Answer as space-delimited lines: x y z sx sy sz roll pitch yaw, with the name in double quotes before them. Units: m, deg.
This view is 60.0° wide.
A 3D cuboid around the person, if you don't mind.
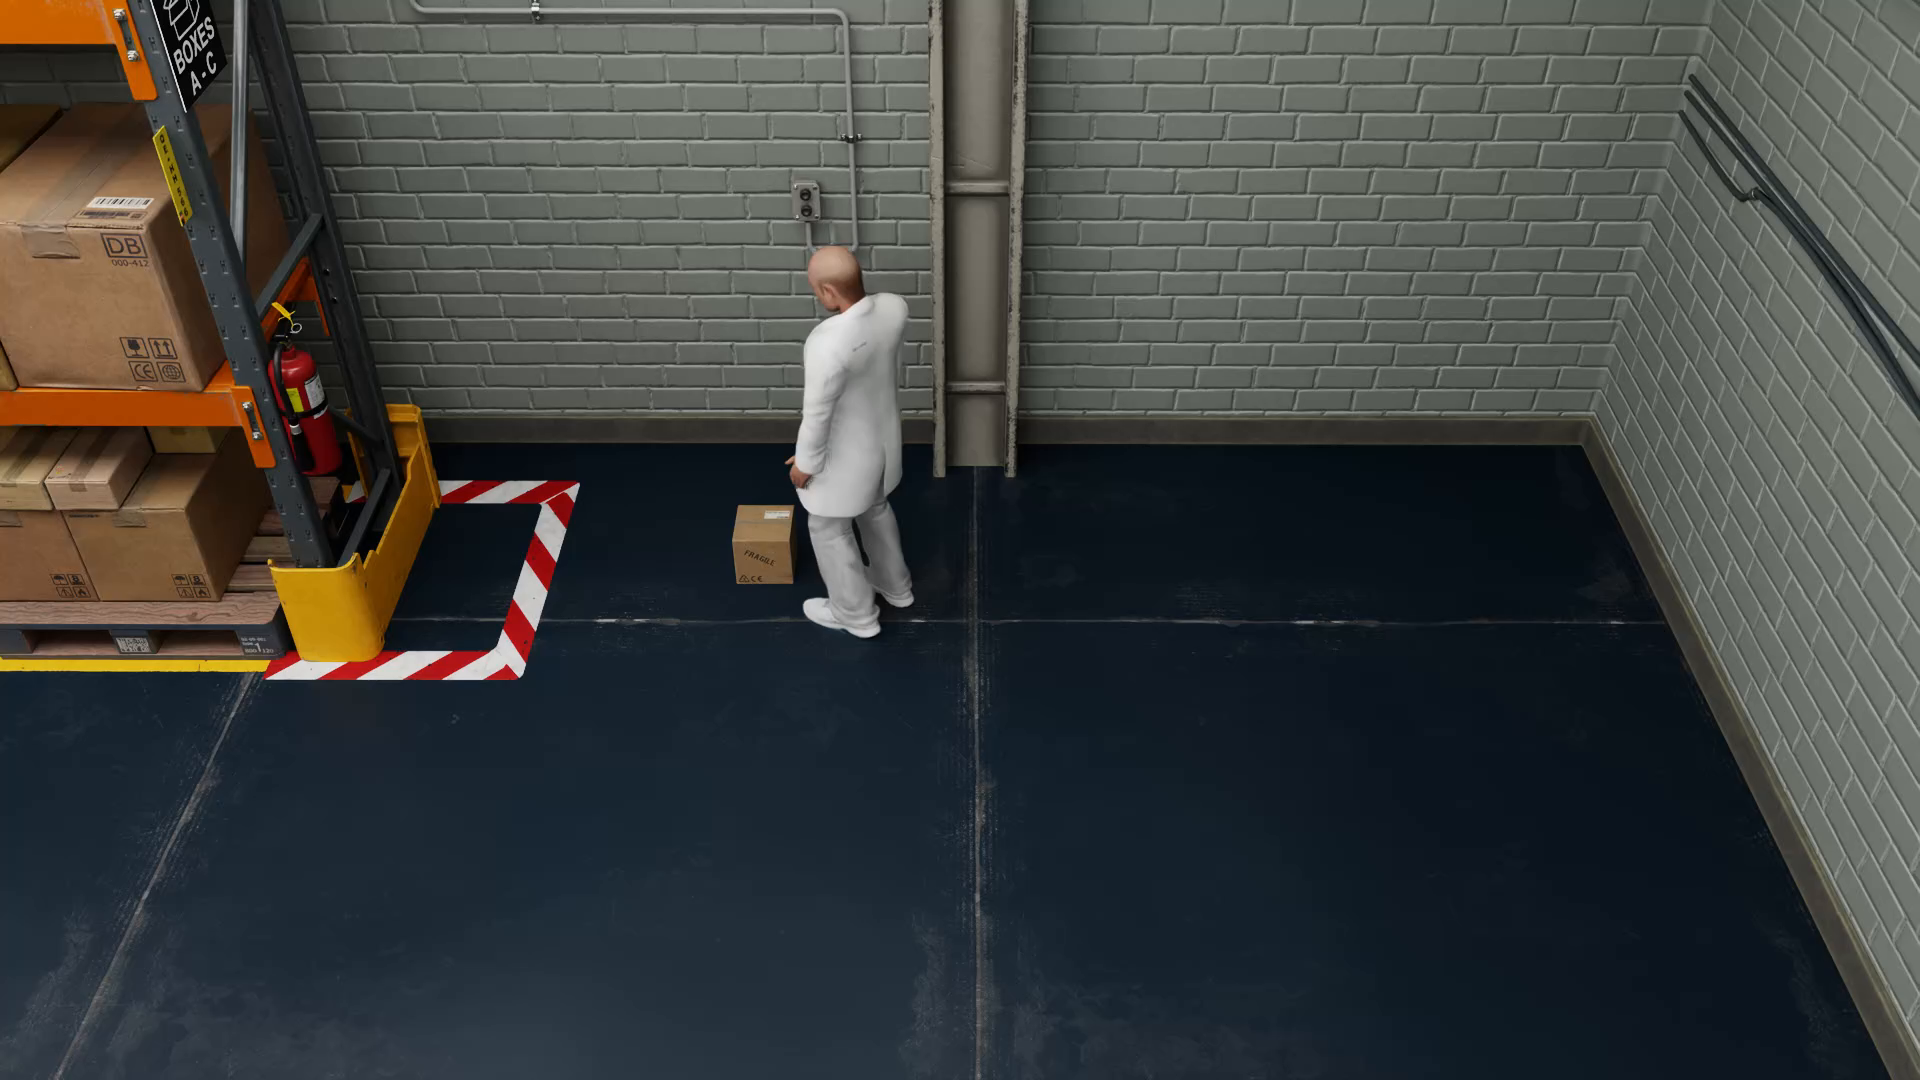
"person" -0.450 -0.379 6.653 0.381 1.769 0.567 23 44 26
